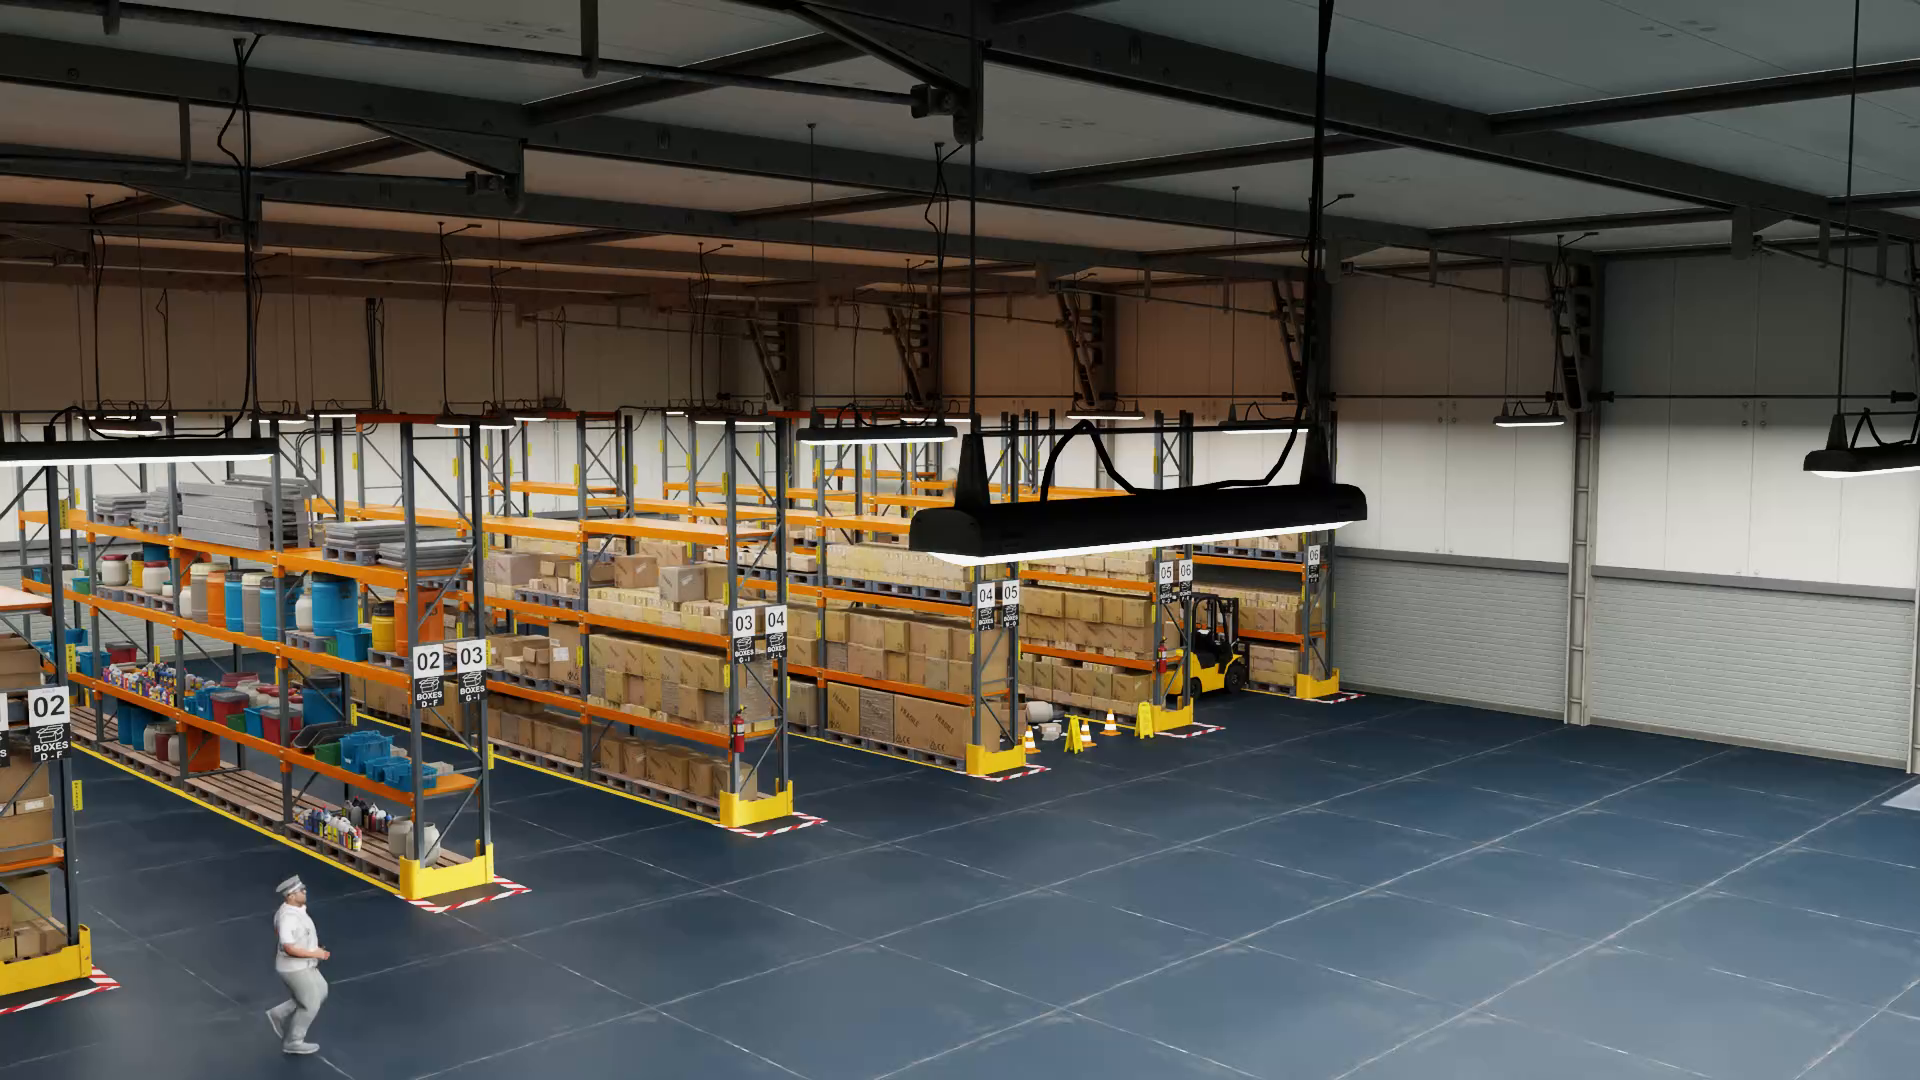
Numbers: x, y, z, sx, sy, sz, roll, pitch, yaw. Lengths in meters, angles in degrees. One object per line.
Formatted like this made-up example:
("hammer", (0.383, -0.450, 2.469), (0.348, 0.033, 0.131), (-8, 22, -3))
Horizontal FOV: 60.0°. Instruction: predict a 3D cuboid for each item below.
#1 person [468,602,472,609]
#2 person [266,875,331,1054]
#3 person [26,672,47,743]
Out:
("person", (-11.204, 2.197, 37.769), (0.737, 1.734, 0.616), (-4, 6, -38))
("person", (-6.367, 4.080, 16.016), (0.573, 1.743, 0.664), (-2, 5, -22))
("person", (-16.596, 2.938, 29.702), (0.848, 1.738, 0.547), (5, 7, 43))
